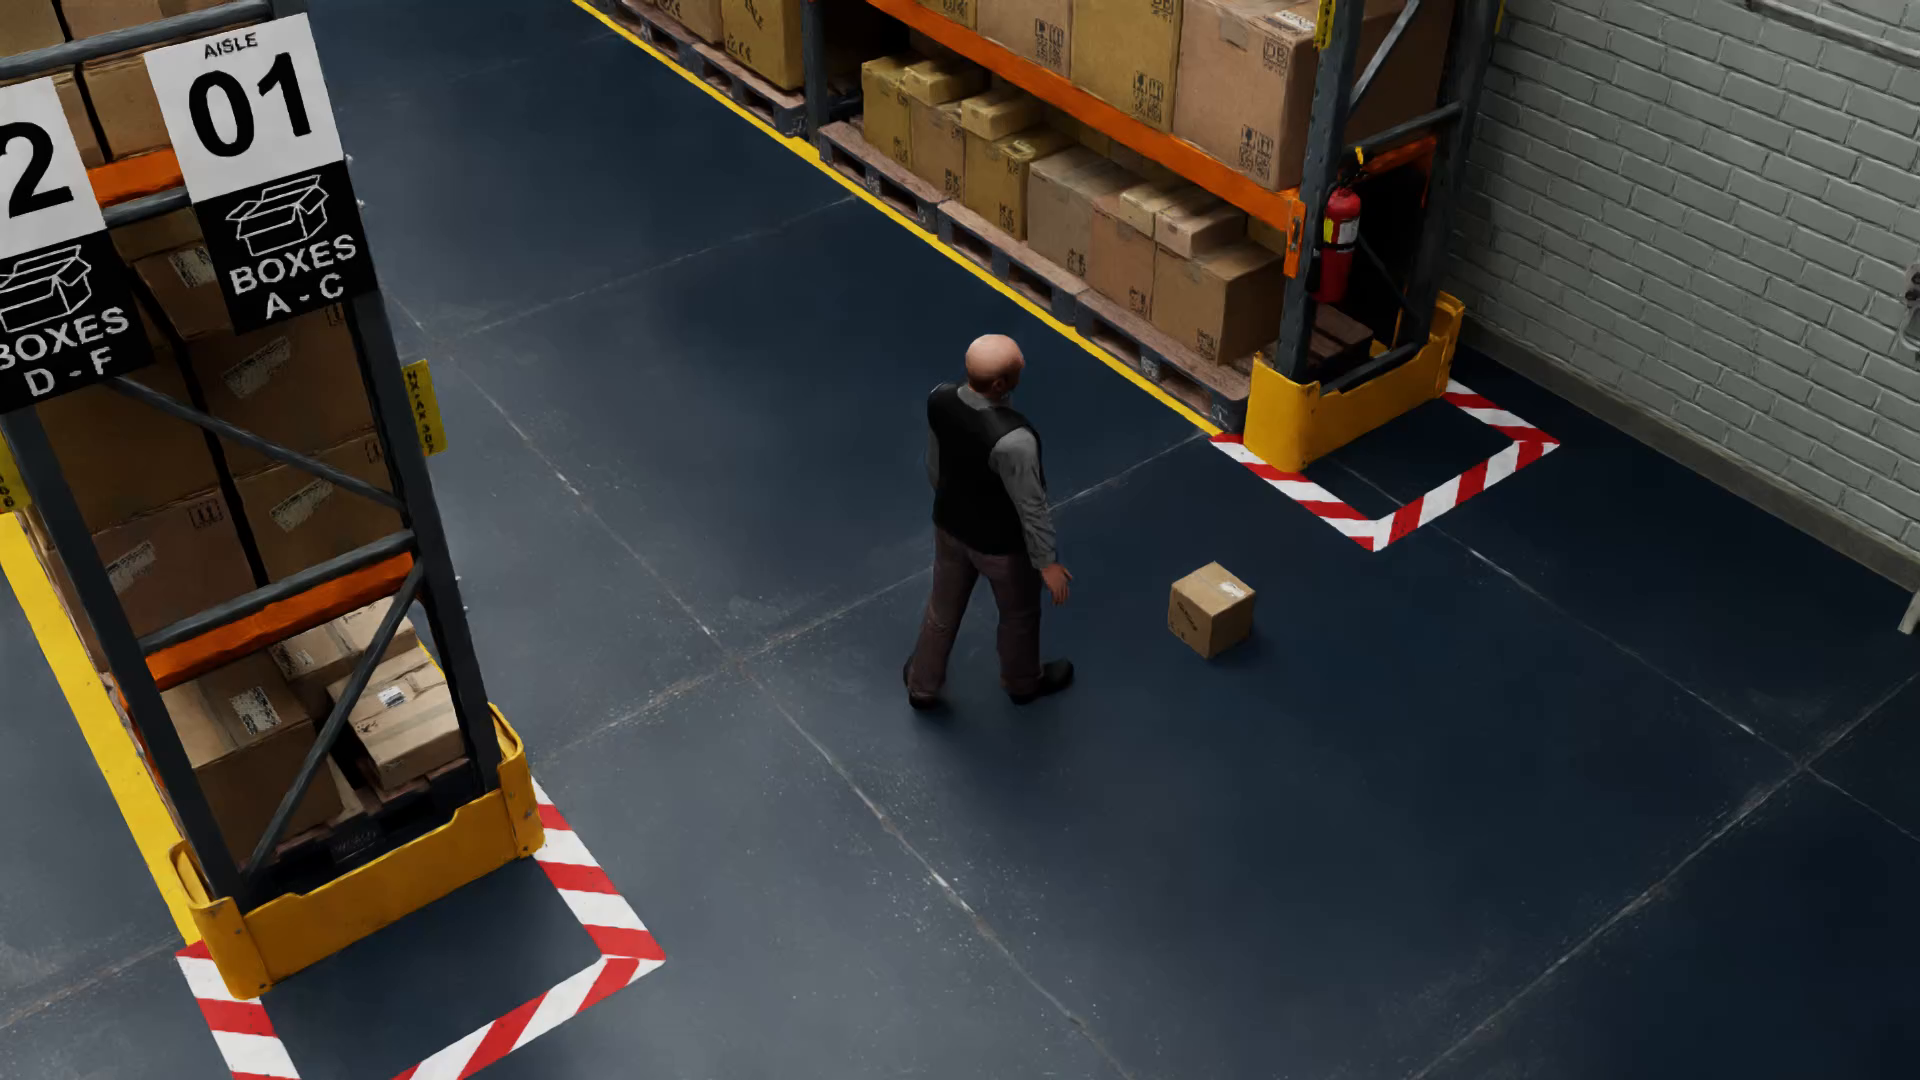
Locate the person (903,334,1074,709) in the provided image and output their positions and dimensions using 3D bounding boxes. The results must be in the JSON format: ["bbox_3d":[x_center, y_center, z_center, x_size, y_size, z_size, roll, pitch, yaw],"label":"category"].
[{"bbox_3d":[0.143,-0.029,6.206,0.627,1.722,0.738,-32,50,-32],"label":"person"}]
